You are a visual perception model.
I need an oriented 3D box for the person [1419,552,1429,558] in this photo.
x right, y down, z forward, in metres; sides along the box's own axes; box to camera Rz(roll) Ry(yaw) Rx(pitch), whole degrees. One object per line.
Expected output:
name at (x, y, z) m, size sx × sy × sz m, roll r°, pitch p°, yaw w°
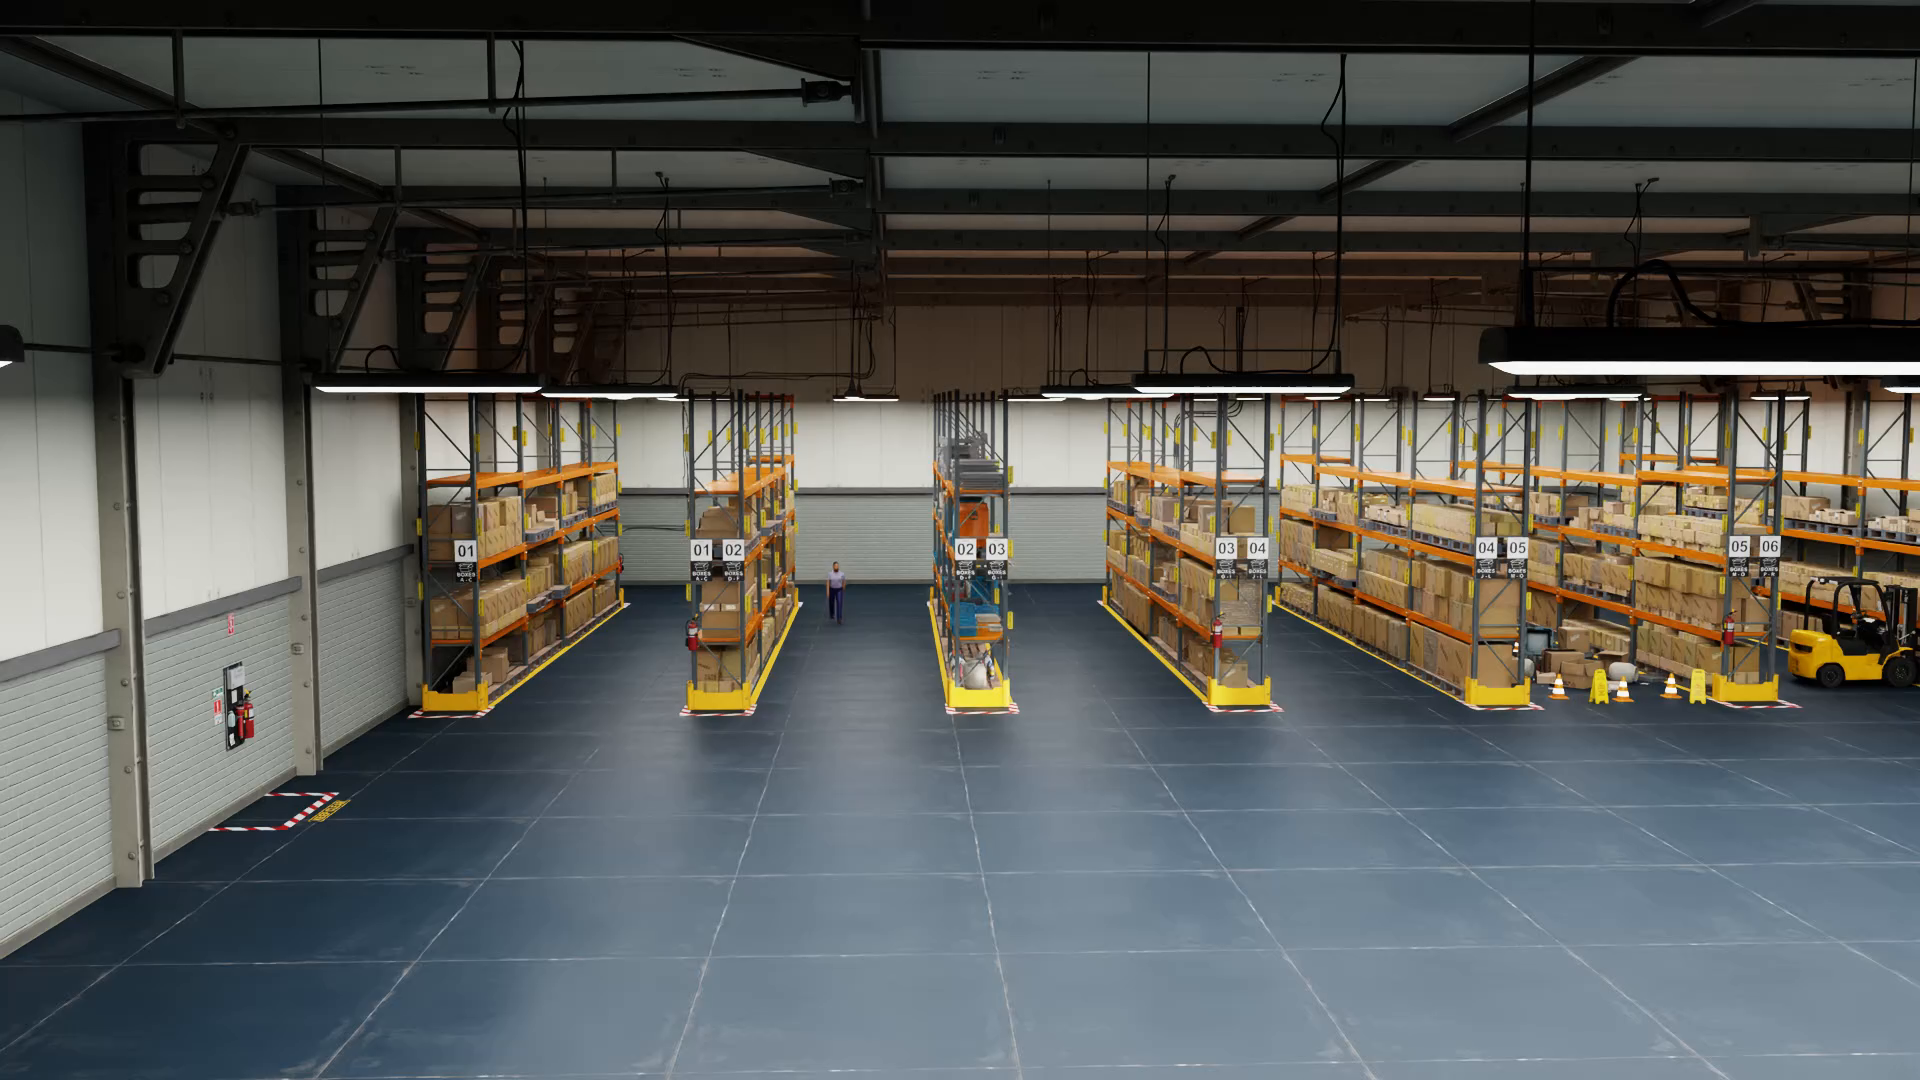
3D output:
person at (12.749, 1.141, 45.860) m, size 1.135 × 1.678 × 0.517 m, roll 4°, pitch 6°, yaw 39°

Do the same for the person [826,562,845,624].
person at (-3.257, 1.355, 43.592) m, size 0.488 × 1.587 × 1.026 m, roll 0°, pitch 5°, yaw -3°

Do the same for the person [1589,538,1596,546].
person at (18.945, 0.762, 49.808) m, size 0.738 × 1.765 × 0.591 m, roll 0°, pitch 5°, yaw -3°

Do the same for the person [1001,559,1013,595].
person at (1.242, 0.752, 50.073) m, size 0.786 × 1.781 × 0.549 m, roll 2°, pitch 5°, yaw 20°
